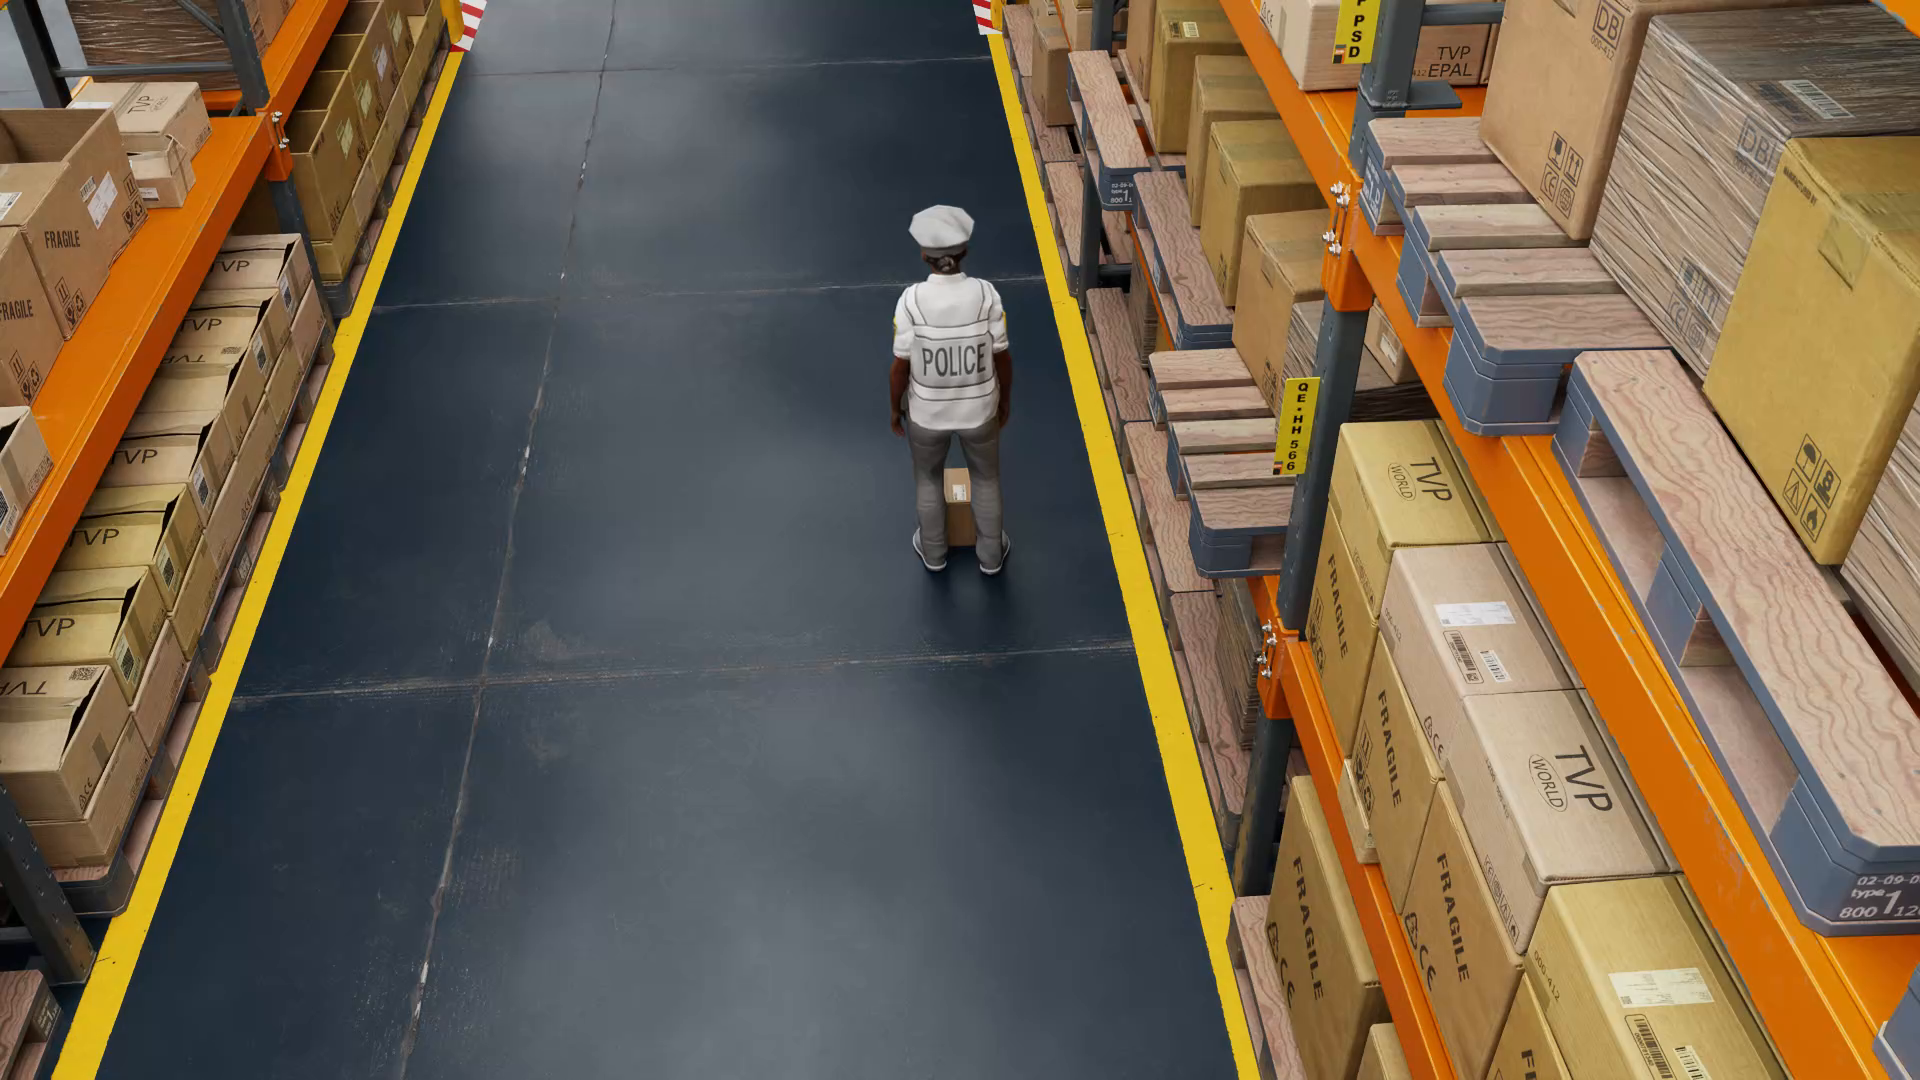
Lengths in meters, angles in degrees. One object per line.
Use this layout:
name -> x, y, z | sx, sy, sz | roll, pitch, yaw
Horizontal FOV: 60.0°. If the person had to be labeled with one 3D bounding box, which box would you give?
person -> -0.029, -0.551, 6.829 | 0.520, 1.657, 0.417 | -4, 40, -5
